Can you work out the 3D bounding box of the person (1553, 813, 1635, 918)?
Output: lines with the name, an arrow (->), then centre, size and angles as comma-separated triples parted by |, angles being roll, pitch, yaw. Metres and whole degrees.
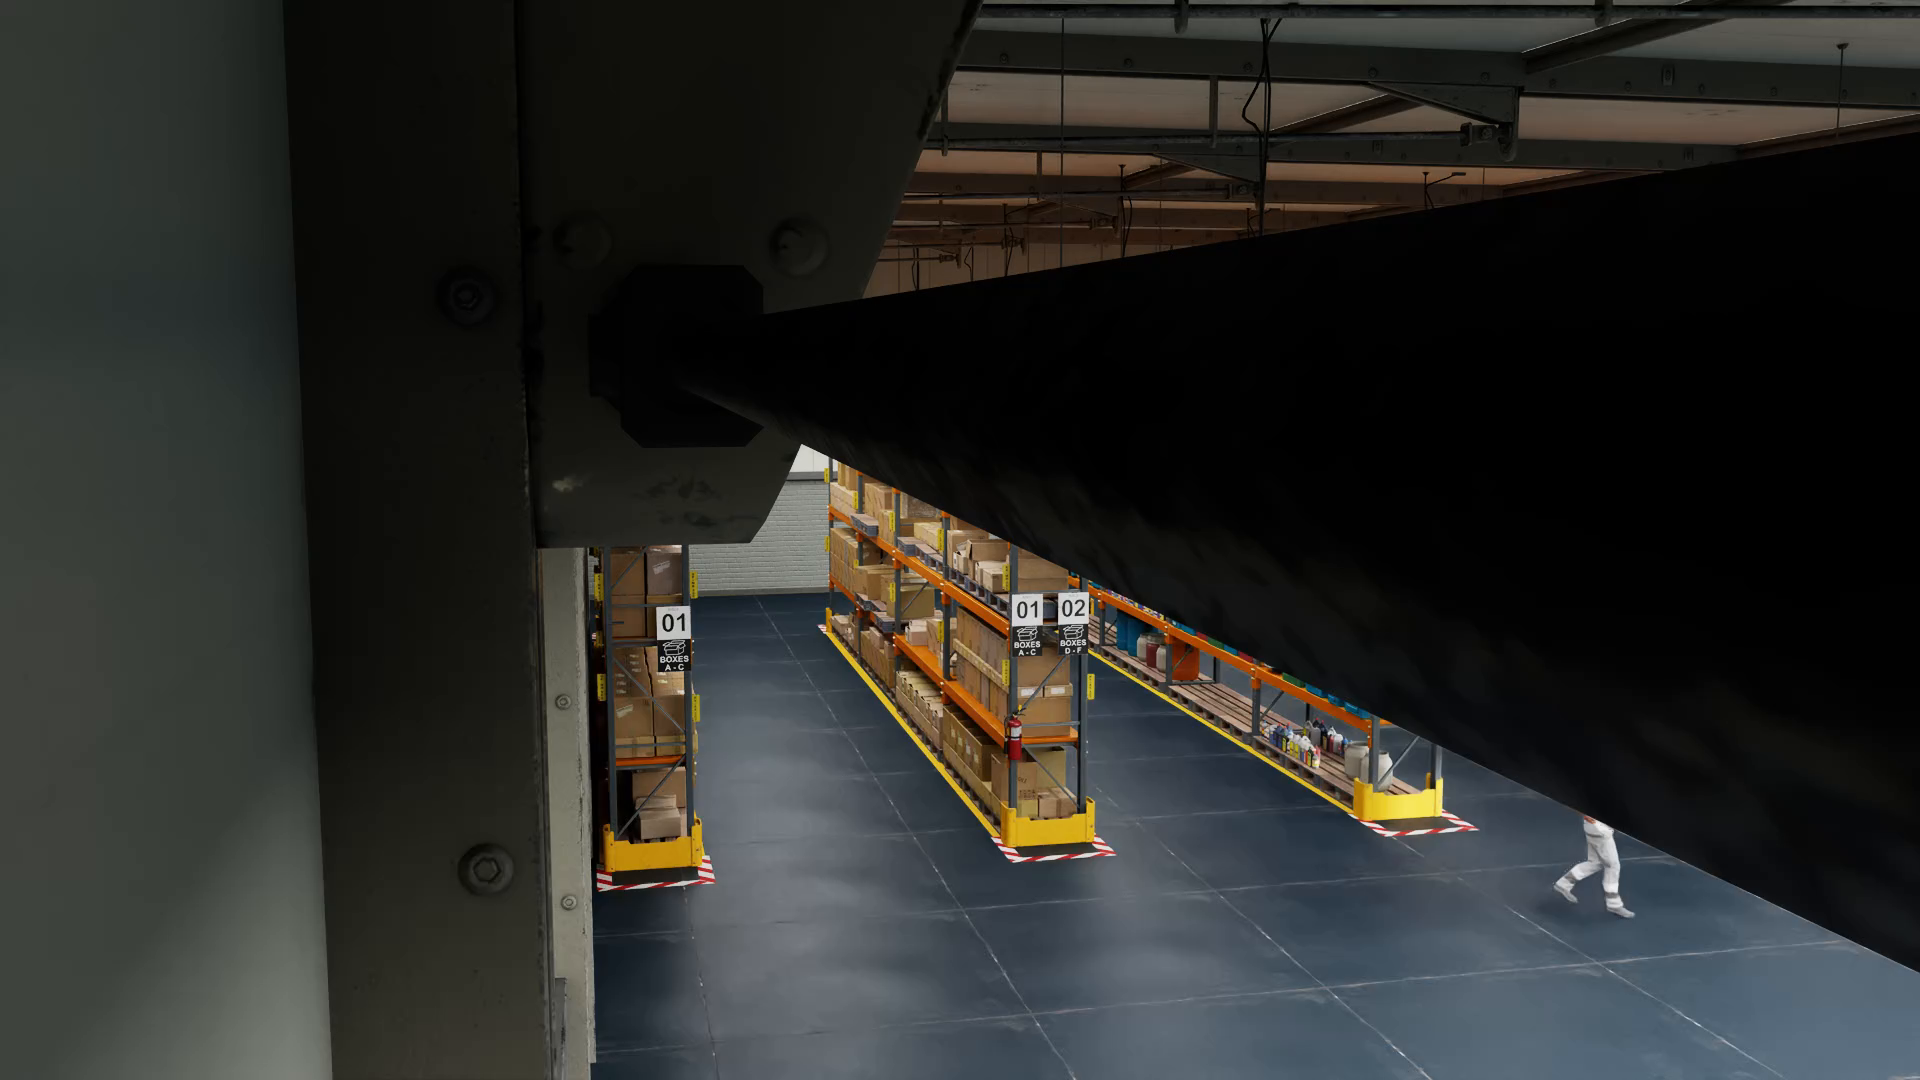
person -> 7.060, 3.253, 18.426 | 0.862, 1.796, 0.651 | 2, 7, 17
